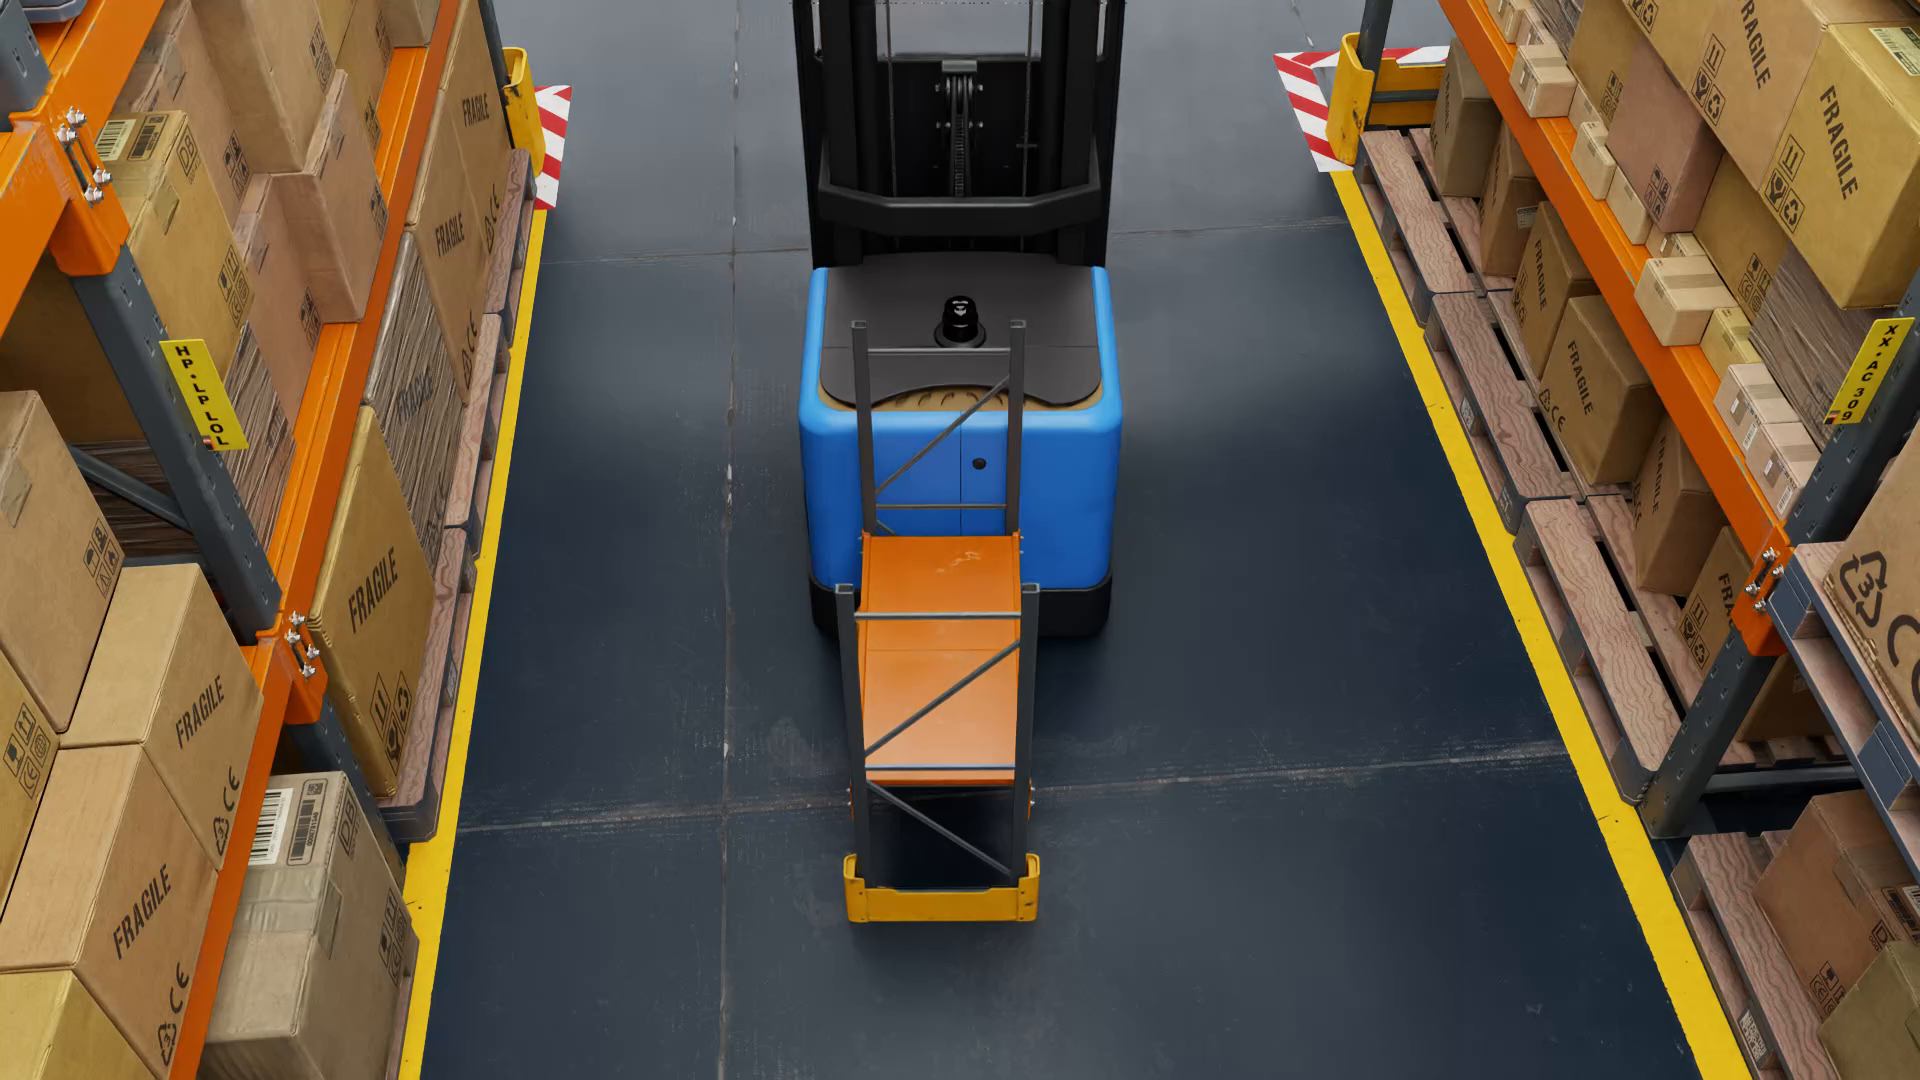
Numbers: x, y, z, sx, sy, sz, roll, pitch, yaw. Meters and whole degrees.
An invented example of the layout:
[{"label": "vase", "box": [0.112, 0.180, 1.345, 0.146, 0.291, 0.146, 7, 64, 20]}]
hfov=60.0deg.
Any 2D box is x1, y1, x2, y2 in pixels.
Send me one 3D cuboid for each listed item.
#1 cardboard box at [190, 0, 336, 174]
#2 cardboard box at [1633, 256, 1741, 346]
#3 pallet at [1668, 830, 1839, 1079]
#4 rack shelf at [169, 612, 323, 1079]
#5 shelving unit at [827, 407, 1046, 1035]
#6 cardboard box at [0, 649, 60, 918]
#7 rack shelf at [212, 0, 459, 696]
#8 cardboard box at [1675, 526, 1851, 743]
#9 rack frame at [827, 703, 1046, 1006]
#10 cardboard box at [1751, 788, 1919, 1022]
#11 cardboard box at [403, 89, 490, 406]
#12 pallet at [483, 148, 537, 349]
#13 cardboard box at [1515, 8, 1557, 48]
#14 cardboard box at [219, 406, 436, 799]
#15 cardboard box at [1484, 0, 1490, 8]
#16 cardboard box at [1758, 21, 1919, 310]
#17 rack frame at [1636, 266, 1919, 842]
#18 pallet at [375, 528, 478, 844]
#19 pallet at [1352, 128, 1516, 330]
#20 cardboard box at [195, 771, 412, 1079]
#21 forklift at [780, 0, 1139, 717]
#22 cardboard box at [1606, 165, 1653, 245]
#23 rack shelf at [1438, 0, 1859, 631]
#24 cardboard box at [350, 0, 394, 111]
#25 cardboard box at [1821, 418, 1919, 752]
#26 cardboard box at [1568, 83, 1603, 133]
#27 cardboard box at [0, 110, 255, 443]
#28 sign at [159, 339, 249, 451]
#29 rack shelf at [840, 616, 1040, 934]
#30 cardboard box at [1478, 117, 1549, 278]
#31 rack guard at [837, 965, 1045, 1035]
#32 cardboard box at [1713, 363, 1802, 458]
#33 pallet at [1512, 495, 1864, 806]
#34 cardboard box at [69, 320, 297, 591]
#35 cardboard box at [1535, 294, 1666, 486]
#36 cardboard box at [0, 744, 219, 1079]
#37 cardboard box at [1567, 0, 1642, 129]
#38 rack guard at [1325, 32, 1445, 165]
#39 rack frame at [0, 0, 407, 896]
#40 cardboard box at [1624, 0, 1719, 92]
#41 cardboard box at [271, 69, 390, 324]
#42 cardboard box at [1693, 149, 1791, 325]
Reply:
[{"label": "cardboard box", "box": [-2.310, -1.394, 4.657, 0.875, 0.550, 0.550, -3, 47, -3]}, {"label": "cardboard box", "box": [2.292, -0.732, 5.050, 0.380, 0.149, 0.250, -3, 47, -3]}, {"label": "pallet", "box": [2.774, 1.382, 4.796, 1.003, 0.211, 1.213, -3, 47, -3]}, {"label": "rack shelf", "box": [-2.076, 1.782, 2.991, 1.077, 0.370, 4.000, -3, 47, -3]}, {"label": "shelving unit", "box": [-0.055, 0.541, 4.705, 0.587, 1.500, 1.083, 0, 47, 0]}, {"label": "cardboard box", "box": [-2.151, 0.441, 3.009, 0.700, 0.500, 0.500, -4, 47, -4]}, {"label": "rack shelf", "box": [-2.411, -1.112, 5.732, 1.077, 0.370, 4.000, -3, 47, -3]}, {"label": "cardboard box", "box": [2.714, 0.283, 5.348, 0.500, 0.500, 0.500, -5, 47, -5]}, {"label": "rack frame", "box": [-0.054, 0.903, 4.361, 0.500, 1.500, 0.032, 0, 47, 0]}, {"label": "cardboard box", "box": [2.738, 1.014, 4.643, 0.700, 0.500, 0.500, -7, 47, -6]}, {"label": "cardboard box", "box": [-2.380, -1.097, 6.397, 0.875, 0.875, 0.875, -4, 47, -4]}, {"label": "pallet", "box": [-2.433, -1.273, 7.311, 1.003, 0.211, 1.213, -3, 47, -3]}, {"label": "cardboard box", "box": [2.270, -1.823, 6.084, 0.380, 0.149, 0.250, -3, 47, -3]}, {"label": "cardboard box", "box": [-2.226, 0.215, 5.155, 0.875, 0.875, 0.875, -3, 47, -3]}, {"label": "cardboard box", "box": [2.209, -2.184, 6.425, 0.380, 0.149, 0.250, -3, 47, -3]}, {"label": "cardboard box", "box": [2.396, -0.930, 4.102, 0.500, 0.500, 0.500, -3, 47, -3]}, {"label": "rack frame", "box": [2.708, -0.140, 4.317, 1.000, 3.000, 0.127, -3, 47, -3]}, {"label": "pallet", "box": [-2.229, 0.492, 5.639, 1.003, 0.211, 1.213, -3, 47, -3]}, {"label": "pallet", "box": [2.412, -1.431, 7.459, 1.003, 0.211, 1.213, -3, 47, -3]}, {"label": "cardboard box", "box": [-2.102, 1.161, 4.345, 1.050, 0.750, 0.750, -4, 47, -3]}, {"label": "forklift", "box": [-0.003, -1.465, 5.618, 1.130, 2.935, 3.031, 0, 47, 0]}, {"label": "cardboard box", "box": [2.341, -1.099, 5.398, 0.380, 0.149, 0.250, -3, 47, -3]}, {"label": "rack shelf", "box": [2.540, -1.340, 5.949, 1.077, 0.370, 4.000, -3, 47, -3]}, {"label": "cardboard box", "box": [-2.512, -1.782, 5.769, 0.875, 0.550, 0.550, -3, 47, -3]}, {"label": "cardboard box", "box": [2.635, 0.092, 3.394, 1.000, 1.000, 1.000, -3, 47, -3]}, {"label": "cardboard box", "box": [2.341, -1.463, 5.743, 0.380, 0.149, 0.250, -3, 47, -3]}, {"label": "cardboard box", "box": [-2.240, -0.604, 3.909, 0.875, 0.550, 0.550, -3, 47, -3]}, {"label": "sign", "box": [-1.703, -0.323, 3.747, 0.100, 0.325, 0.005, -3, 47, -3]}, {"label": "rack shelf", "box": [-0.055, 0.658, 4.842, 0.538, 0.185, 1.000, 0, 47, 0]}, {"label": "cardboard box", "box": [2.493, -1.436, 6.976, 0.500, 0.500, 0.500, 8, 47, 7]}, {"label": "rack guard", "box": [-0.054, 1.332, 4.816, 0.587, 0.250, 0.087, 0, 47, 0]}, {"label": "cardboard box", "box": [2.385, -0.373, 4.710, 0.380, 0.149, 0.250, -3, 47, -3]}, {"label": "pallet", "box": [2.616, 0.335, 5.787, 1.003, 0.211, 1.213, -3, 47, -3]}, {"label": "cardboard box", "box": [-2.286, -0.230, 4.298, 0.875, 0.550, 0.550, -3, 47, -3]}, {"label": "cardboard box", "box": [2.528, -0.575, 6.161, 0.500, 0.500, 0.500, -7, 47, -7]}, {"label": "cardboard box", "box": [-1.891, 0.781, 3.376, 0.500, 0.500, 0.500, -4, 47, -4]}, {"label": "cardboard box", "box": [2.582, -1.690, 5.511, 0.875, 0.500, 0.500, -3, 47, -3]}, {"label": "rack guard", "box": [2.379, -2.120, 7.913, 1.175, 0.500, 0.348, -3, 47, -3]}, {"label": "rack frame", "box": [-2.243, 0.088, 4.101, 1.000, 3.000, 0.127, -3, 47, -3]}, {"label": "cardboard box", "box": [2.312, -1.653, 4.787, 0.500, 0.500, 0.500, -3, 47, -3]}, {"label": "cardboard box", "box": [-2.283, -1.024, 5.051, 0.875, 0.550, 0.550, -3, 47, -3]}, {"label": "cardboard box", "box": [2.725, -0.970, 4.829, 0.875, 0.500, 0.500, -3, 47, -3]}]
